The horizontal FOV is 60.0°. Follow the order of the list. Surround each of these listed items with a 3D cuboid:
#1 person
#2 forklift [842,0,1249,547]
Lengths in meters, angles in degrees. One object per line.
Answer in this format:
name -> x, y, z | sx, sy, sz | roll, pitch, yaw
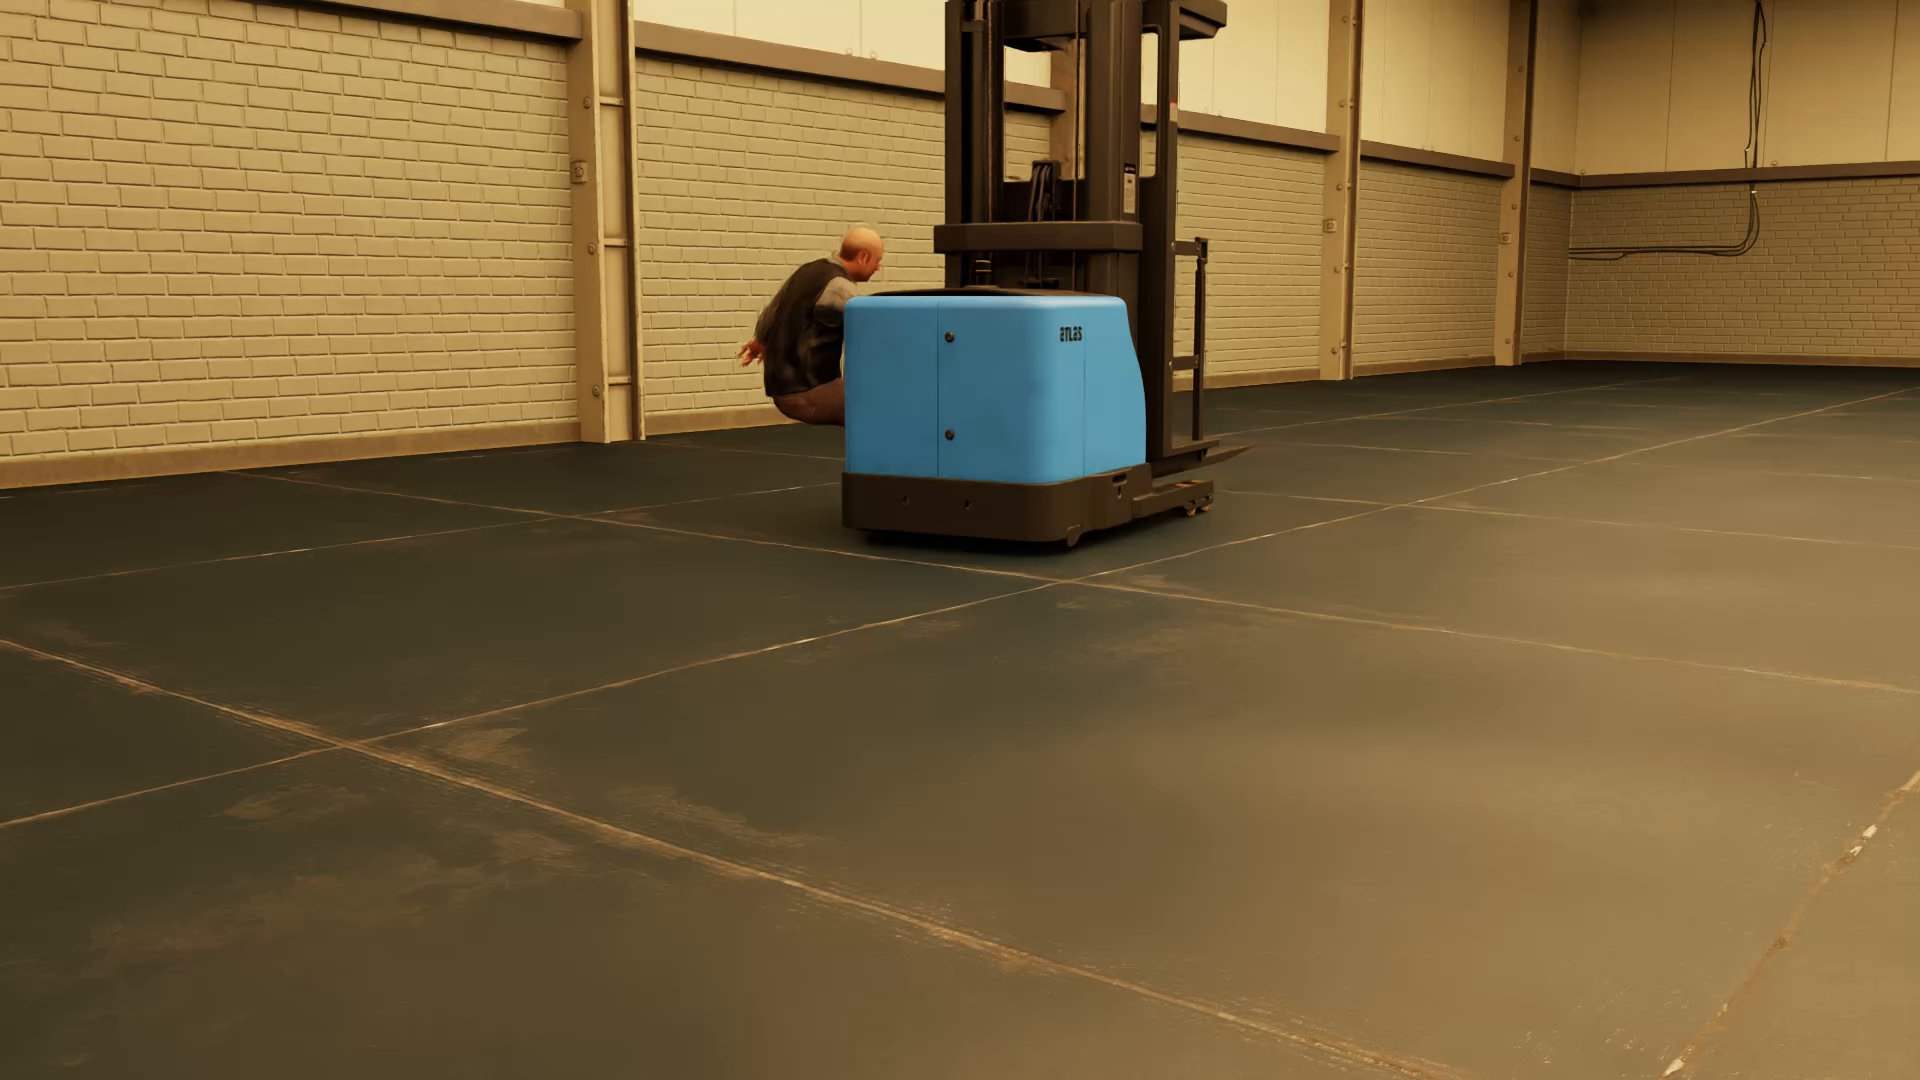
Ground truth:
person -> -0.500, -0.769, 8.014 | 0.939, 1.443, 1.047 | -3, 9, -19
forklift -> 0.629, -1.594, 8.173 | 1.130, 2.935, 3.031 | 5, 9, 28
